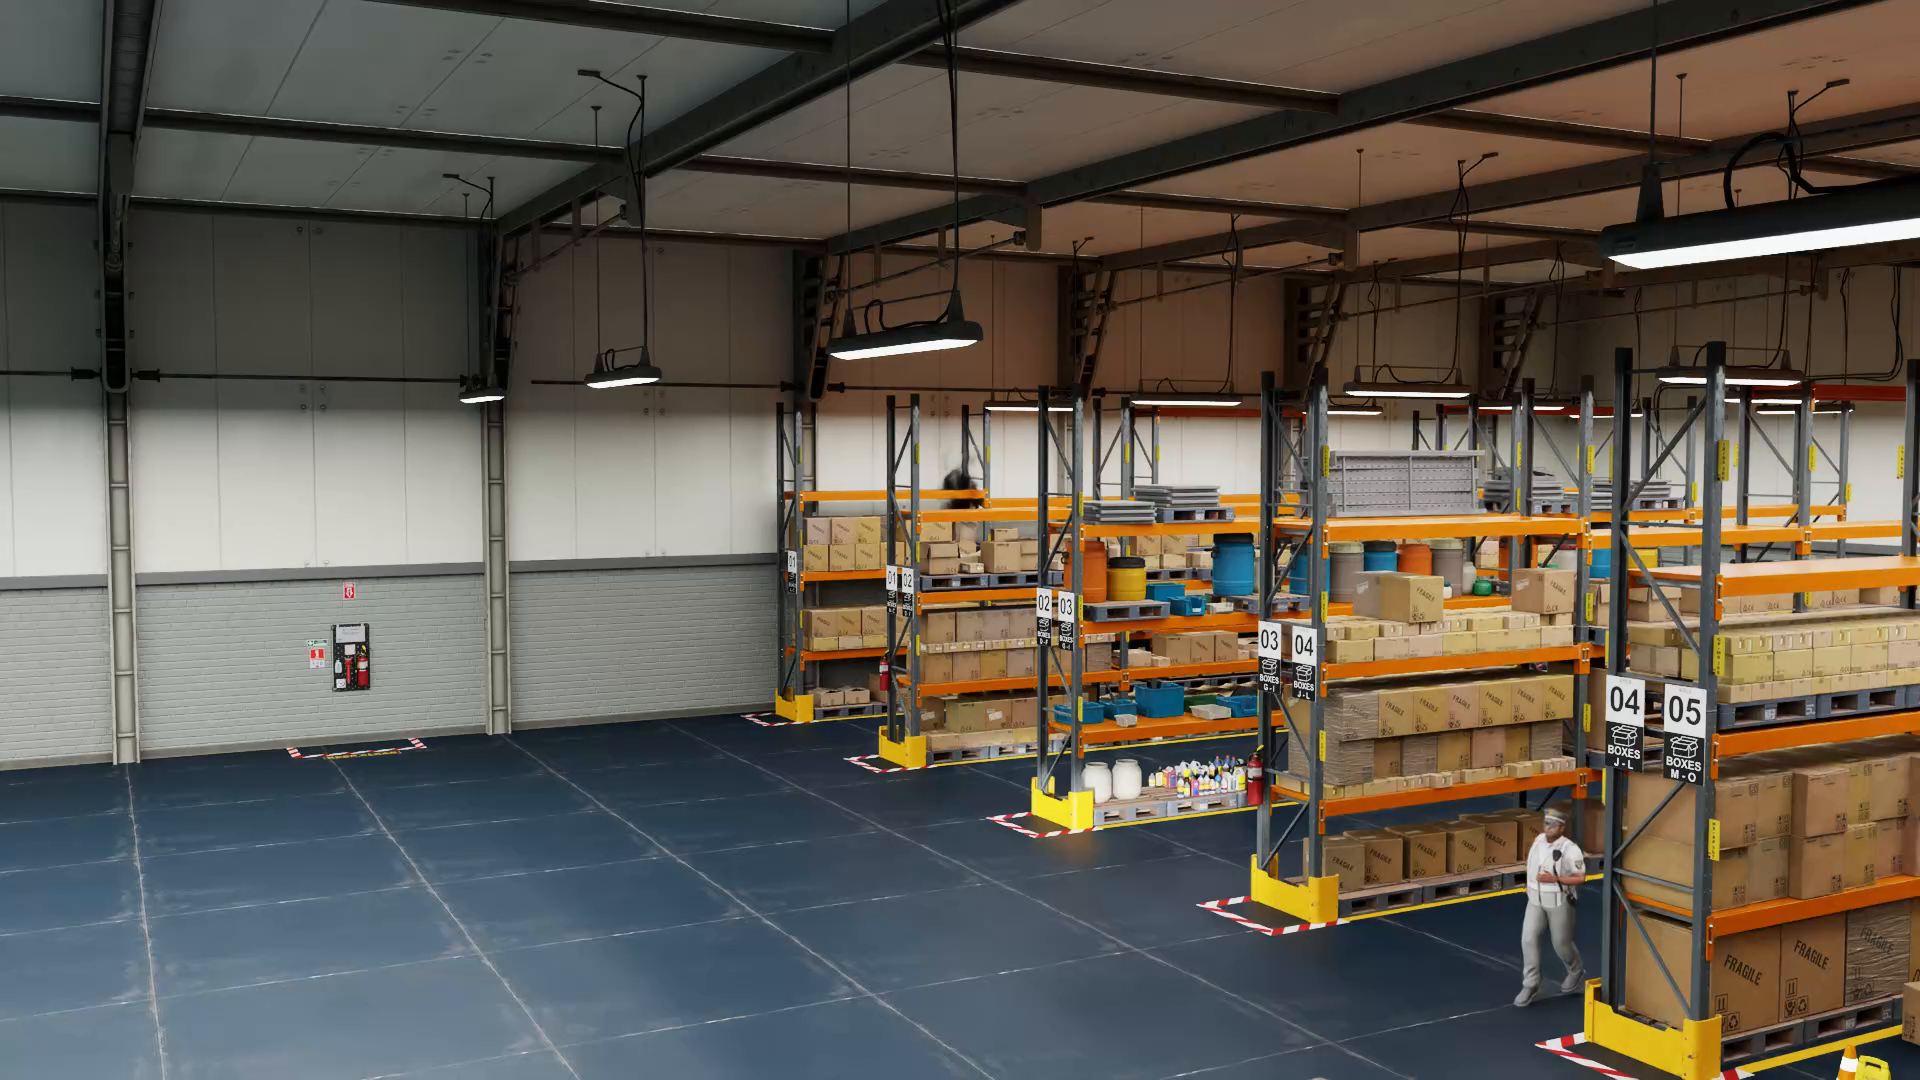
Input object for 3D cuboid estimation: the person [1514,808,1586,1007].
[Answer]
[{"bbox_3d":[5.508,3.383,15.471,0.874,1.807,0.657,-3,4,-40],"label":"person"}]
